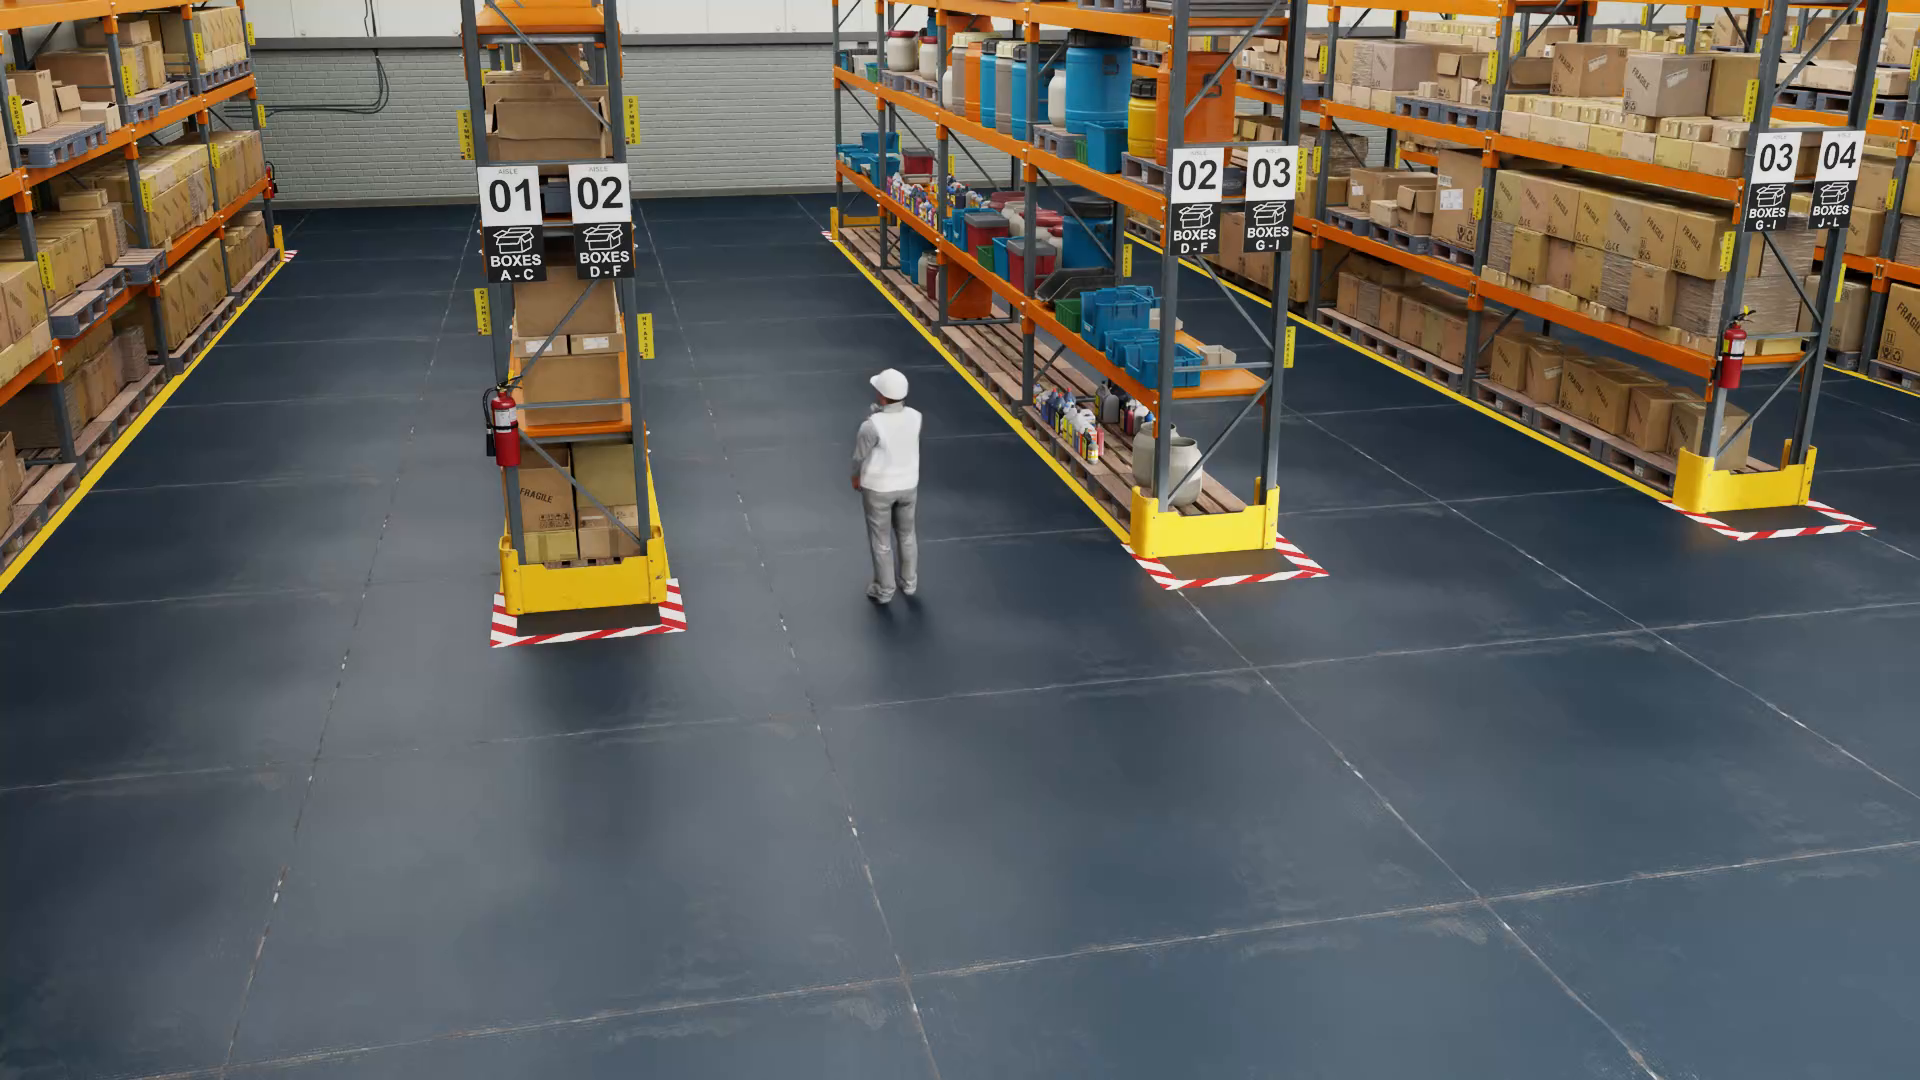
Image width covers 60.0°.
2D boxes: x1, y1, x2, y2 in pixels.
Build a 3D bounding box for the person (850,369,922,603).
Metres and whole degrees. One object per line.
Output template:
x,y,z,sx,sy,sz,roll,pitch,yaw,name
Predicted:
-0.521,-0.418,12.204,0.550,1.773,0.508,-13,23,-32,person
